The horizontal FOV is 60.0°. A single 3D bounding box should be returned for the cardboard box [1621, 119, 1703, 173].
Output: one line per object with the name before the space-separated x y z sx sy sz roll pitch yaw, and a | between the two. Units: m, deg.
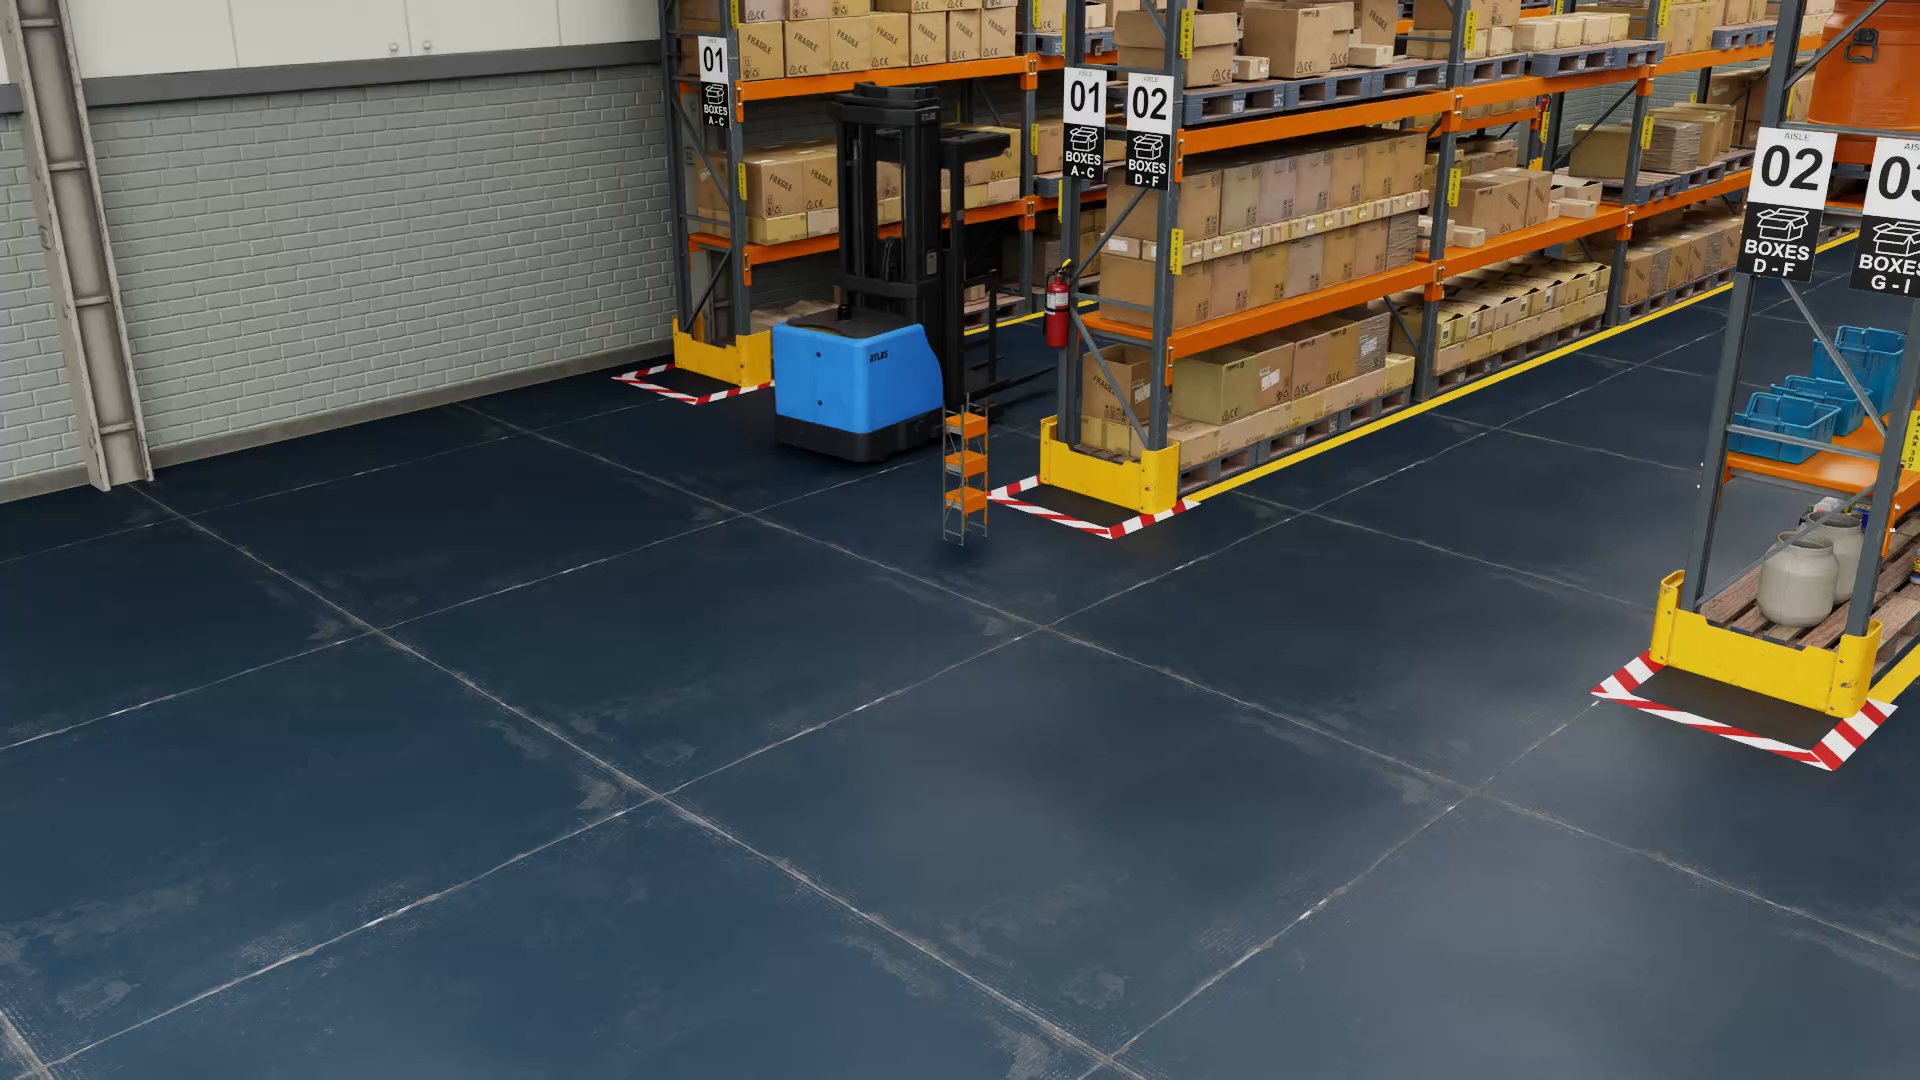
cardboard box | 7.881 -4.455 18.758 0.500 0.500 0.700 -14 25 -32

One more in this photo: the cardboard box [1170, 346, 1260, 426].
cardboard box | 2.048 -1.252 13.352 0.500 0.500 0.500 19 28 41

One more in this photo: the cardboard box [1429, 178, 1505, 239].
cardboard box | 4.872 -3.182 16.032 0.500 0.500 0.500 -18 27 -38

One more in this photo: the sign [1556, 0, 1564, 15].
sign | 6.360 -5.612 17.594 0.100 0.325 0.005 19 28 41

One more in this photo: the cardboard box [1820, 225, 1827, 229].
cardboard box | 11.441 -4.375 22.495 0.500 0.250 0.500 19 28 41

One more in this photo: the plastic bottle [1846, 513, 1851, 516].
plastic bottle | 6.075 -0.085 11.403 0.097 0.201 0.097 0 21 0

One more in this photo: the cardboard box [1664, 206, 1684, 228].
cardboard box | 8.328 -3.931 19.946 0.500 0.250 0.500 19 28 41

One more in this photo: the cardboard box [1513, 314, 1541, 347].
cardboard box | 5.489 -2.156 16.750 0.500 0.250 0.500 -20 28 -41

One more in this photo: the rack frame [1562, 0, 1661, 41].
rack frame | 6.748 -6.635 16.793 1.000 3.000 0.127 19 28 41

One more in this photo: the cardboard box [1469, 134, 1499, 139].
cardboard box | 8.304 -6.339 26.380 0.380 0.149 0.250 20 28 41

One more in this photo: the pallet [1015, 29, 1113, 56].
pallet | 0.912 -5.490 18.257 1.213 0.211 1.003 19 28 41

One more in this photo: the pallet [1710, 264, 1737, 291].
pallet | 8.998 -3.342 20.477 1.003 0.211 1.213 19 28 41

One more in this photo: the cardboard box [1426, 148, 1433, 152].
cardboard box | 6.887 -5.816 25.021 0.380 0.149 0.250 18 27 39

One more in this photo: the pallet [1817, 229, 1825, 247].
pallet | 10.869 -4.052 22.324 1.003 0.211 1.213 19 28 41

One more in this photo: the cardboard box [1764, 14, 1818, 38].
cardboard box | 10.055 -6.256 20.198 0.500 0.250 0.500 19 28 41

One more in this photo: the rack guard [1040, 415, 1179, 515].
rack guard | 1.150 -0.605 12.952 1.175 0.500 0.348 19 28 41

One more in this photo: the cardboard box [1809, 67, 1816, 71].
cardboard box | 11.147 -5.824 21.514 0.500 0.500 0.500 -19 28 -40

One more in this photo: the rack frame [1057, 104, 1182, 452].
rack frame | 1.167 -1.778 12.519 1.000 3.000 0.127 19 28 41

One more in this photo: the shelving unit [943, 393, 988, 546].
shelving unit | 0.037 -0.504 11.922 0.215 1.050 0.252 19 28 41

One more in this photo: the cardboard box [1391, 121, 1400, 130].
cardboard box | 5.953 -5.836 23.399 0.380 0.149 0.250 20 28 41

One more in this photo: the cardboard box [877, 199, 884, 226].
cardboard box | -1.105 -3.269 16.579 0.500 0.250 0.500 19 28 40

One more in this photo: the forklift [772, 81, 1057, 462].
forklift | -0.267 -2.463 14.397 1.130 2.935 3.031 16 26 35

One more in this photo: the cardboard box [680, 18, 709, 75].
cardboard box | -2.275 -4.644 15.627 0.500 0.500 0.500 -18 27 -38

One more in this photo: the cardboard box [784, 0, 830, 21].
cardboard box | -1.556 -5.094 15.406 0.500 0.500 0.500 19 28 40

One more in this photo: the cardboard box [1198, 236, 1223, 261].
cardboard box | 1.777 -2.243 12.686 0.380 0.149 0.250 18 28 39

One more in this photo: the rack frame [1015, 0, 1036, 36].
rack frame | 0.405 -6.845 17.341 1.000 3.000 0.127 19 28 41

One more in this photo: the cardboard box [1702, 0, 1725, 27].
cardboard box | 8.205 -6.098 18.713 0.600 0.600 0.600 18 27 39

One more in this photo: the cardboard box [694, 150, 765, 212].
cardboard box | -2.209 -3.481 16.085 0.500 0.500 0.500 19 28 40

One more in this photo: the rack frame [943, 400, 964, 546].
rack frame | -0.048 -0.472 11.840 0.200 1.050 0.008 19 28 41

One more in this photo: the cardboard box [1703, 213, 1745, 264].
cardboard box | 9.399 -3.703 20.398 0.500 0.500 0.500 19 28 40

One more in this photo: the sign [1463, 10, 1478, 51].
sign | 4.356 -4.346 14.189 0.100 0.325 0.005 19 28 41

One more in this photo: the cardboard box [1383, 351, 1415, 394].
cardboard box | 3.790 -1.545 15.160 0.500 0.250 0.500 19 28 41

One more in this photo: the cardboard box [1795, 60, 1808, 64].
cardboard box | 11.471 -6.220 22.543 0.500 0.500 0.500 20 28 41

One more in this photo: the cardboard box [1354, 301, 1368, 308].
cardboard box | 3.409 -2.028 15.372 0.500 0.500 0.500 19 28 41

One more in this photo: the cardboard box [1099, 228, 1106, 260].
cardboard box | 1.616 -3.543 19.984 0.700 0.500 0.500 20 28 41

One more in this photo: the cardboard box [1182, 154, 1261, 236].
cardboard box | 1.902 -2.697 12.963 0.700 0.500 0.500 18 28 39

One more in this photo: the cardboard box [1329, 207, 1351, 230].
cardboard box | 3.034 -2.706 13.891 0.250 0.149 0.380 -19 28 -41

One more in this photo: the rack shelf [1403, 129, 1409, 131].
rack shelf | 4.591 -5.252 22.560 1.077 0.370 4.000 19 28 41

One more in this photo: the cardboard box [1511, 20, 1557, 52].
cardboard box | 5.335 -4.809 15.847 0.500 0.250 0.500 16 26 36

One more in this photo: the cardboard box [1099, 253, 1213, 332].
cardboard box | 1.502 -1.941 12.805 0.700 0.500 0.500 19 28 41

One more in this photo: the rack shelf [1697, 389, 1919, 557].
rack shelf | 6.108 -0.716 10.758 1.077 0.370 4.000 19 28 41

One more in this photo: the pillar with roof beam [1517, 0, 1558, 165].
pillar with roof beam | 13.125 -9.763 24.933 9.100 9.000 0.400 19 28 41

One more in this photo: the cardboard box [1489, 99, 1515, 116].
cardboard box | 7.928 -6.946 25.548 0.980 0.700 0.700 19 28 40

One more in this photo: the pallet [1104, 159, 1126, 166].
pallet | 1.844 -4.465 19.777 1.003 0.211 1.213 19 28 41

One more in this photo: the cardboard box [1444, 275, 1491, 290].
cardboard box | 5.096 -2.548 16.987 0.500 0.311 0.500 19 28 40

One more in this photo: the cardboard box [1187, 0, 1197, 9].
cardboard box | 2.529 -6.402 20.201 0.500 0.500 0.500 19 28 41

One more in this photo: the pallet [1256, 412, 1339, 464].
pallet | 2.521 -0.996 14.370 1.003 0.211 1.213 19 28 41

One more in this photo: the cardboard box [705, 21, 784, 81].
cardboard box | -1.973 -4.496 15.244 0.500 0.500 0.500 -19 28 -41

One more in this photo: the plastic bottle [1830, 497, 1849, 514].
plastic bottle | 6.085 -0.225 11.558 0.185 0.351 0.144 -19 28 -40

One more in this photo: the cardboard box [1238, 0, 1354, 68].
cardboard box | 2.718 -4.124 13.518 0.637 0.503 0.797 -16 26 -36

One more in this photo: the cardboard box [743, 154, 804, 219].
cardboard box | -1.837 -3.354 15.755 0.500 0.500 0.500 19 28 41

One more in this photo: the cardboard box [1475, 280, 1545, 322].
cardboard box | 5.496 -2.420 16.655 0.500 0.311 0.500 -19 28 -41

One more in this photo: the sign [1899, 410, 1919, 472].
sign | 5.104 -0.528 8.881 0.100 0.325 0.005 19 28 41

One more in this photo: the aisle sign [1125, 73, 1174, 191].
aisle sign | 1.340 -2.898 11.810 0.394 0.787 0.004 19 28 41
